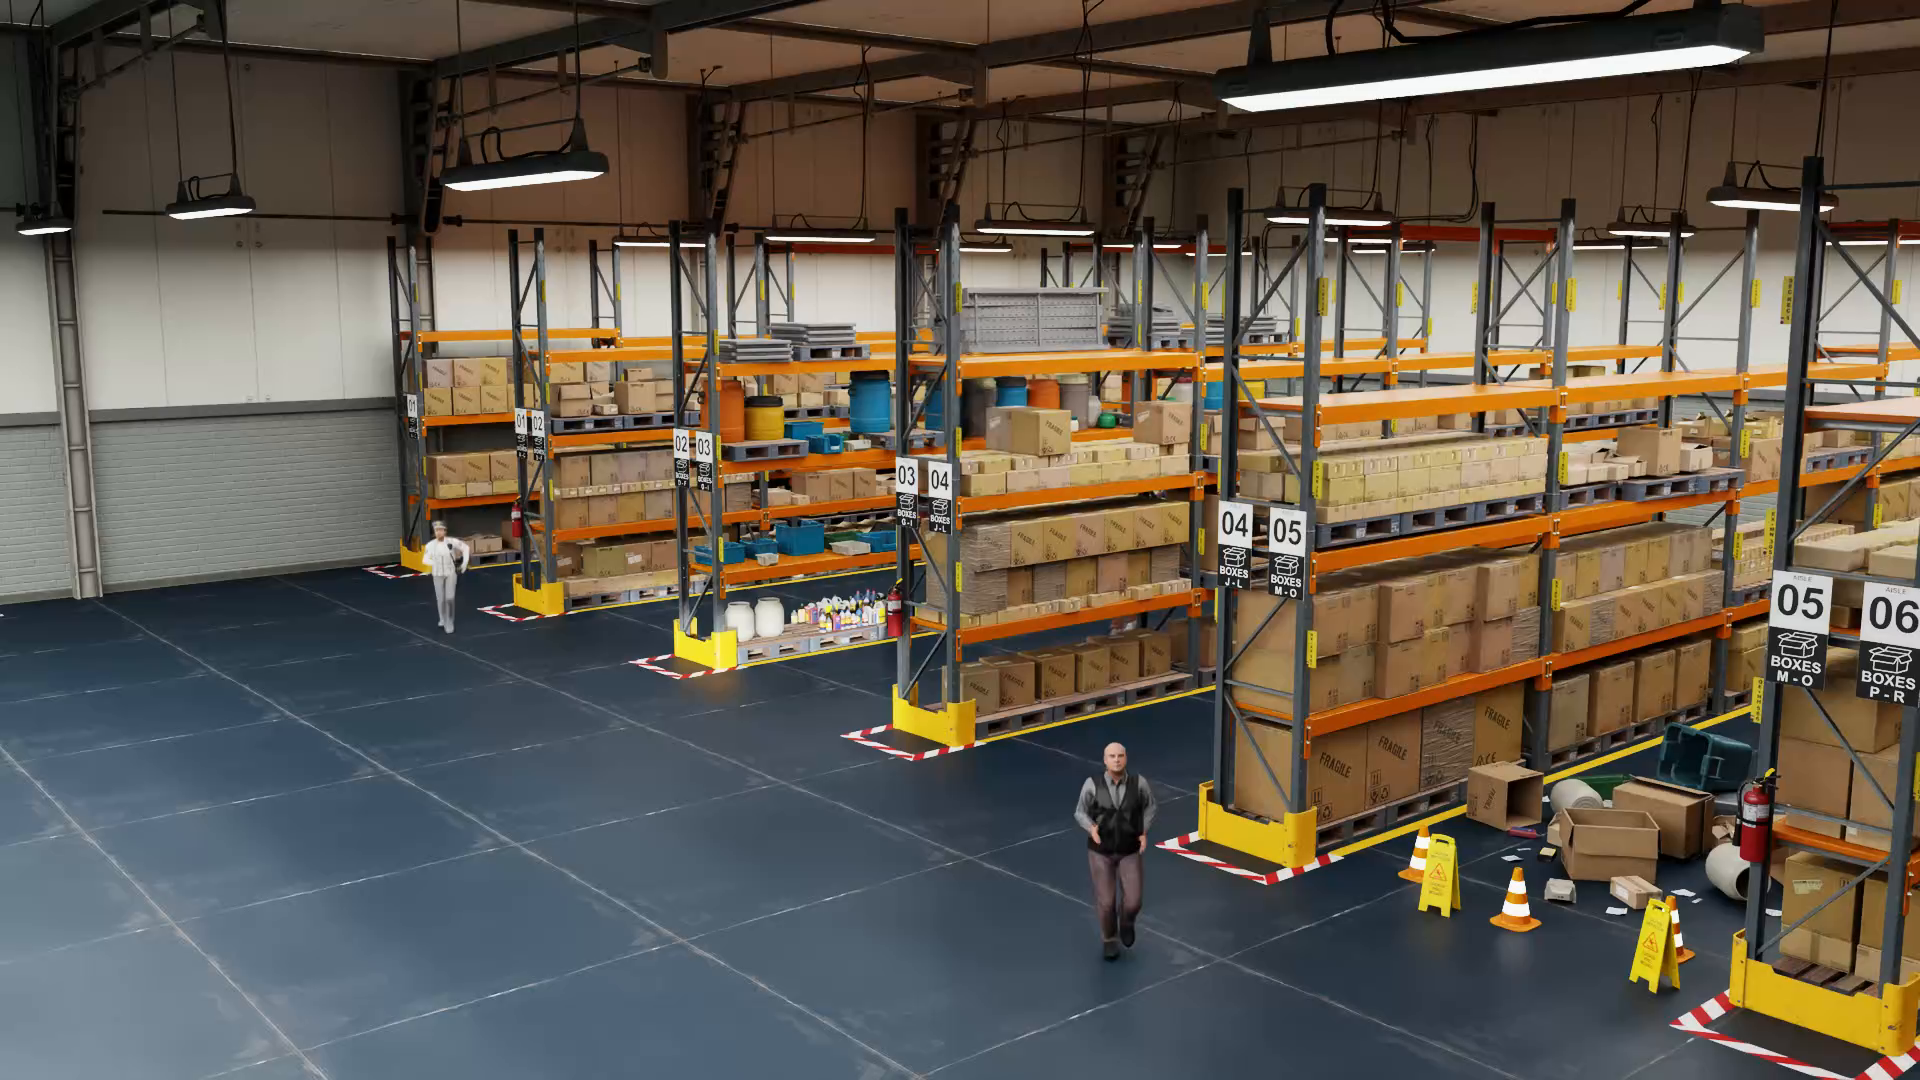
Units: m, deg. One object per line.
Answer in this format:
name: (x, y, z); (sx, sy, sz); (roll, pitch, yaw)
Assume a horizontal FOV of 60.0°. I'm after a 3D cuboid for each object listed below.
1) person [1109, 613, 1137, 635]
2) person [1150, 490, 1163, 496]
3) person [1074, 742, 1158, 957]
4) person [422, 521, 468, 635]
person: (2.285, 0.490, 23.169); (0.592, 1.707, 0.807); (9, 12, 44)
person: (3.664, -0.686, 32.348); (0.592, 1.835, 0.849); (8, 12, 42)
person: (1.201, 2.392, 12.729); (0.651, 1.675, 0.583); (0, 9, 2)
person: (-7.640, 0.540, 24.725); (0.626, 1.698, 0.842); (-1, 9, -7)
